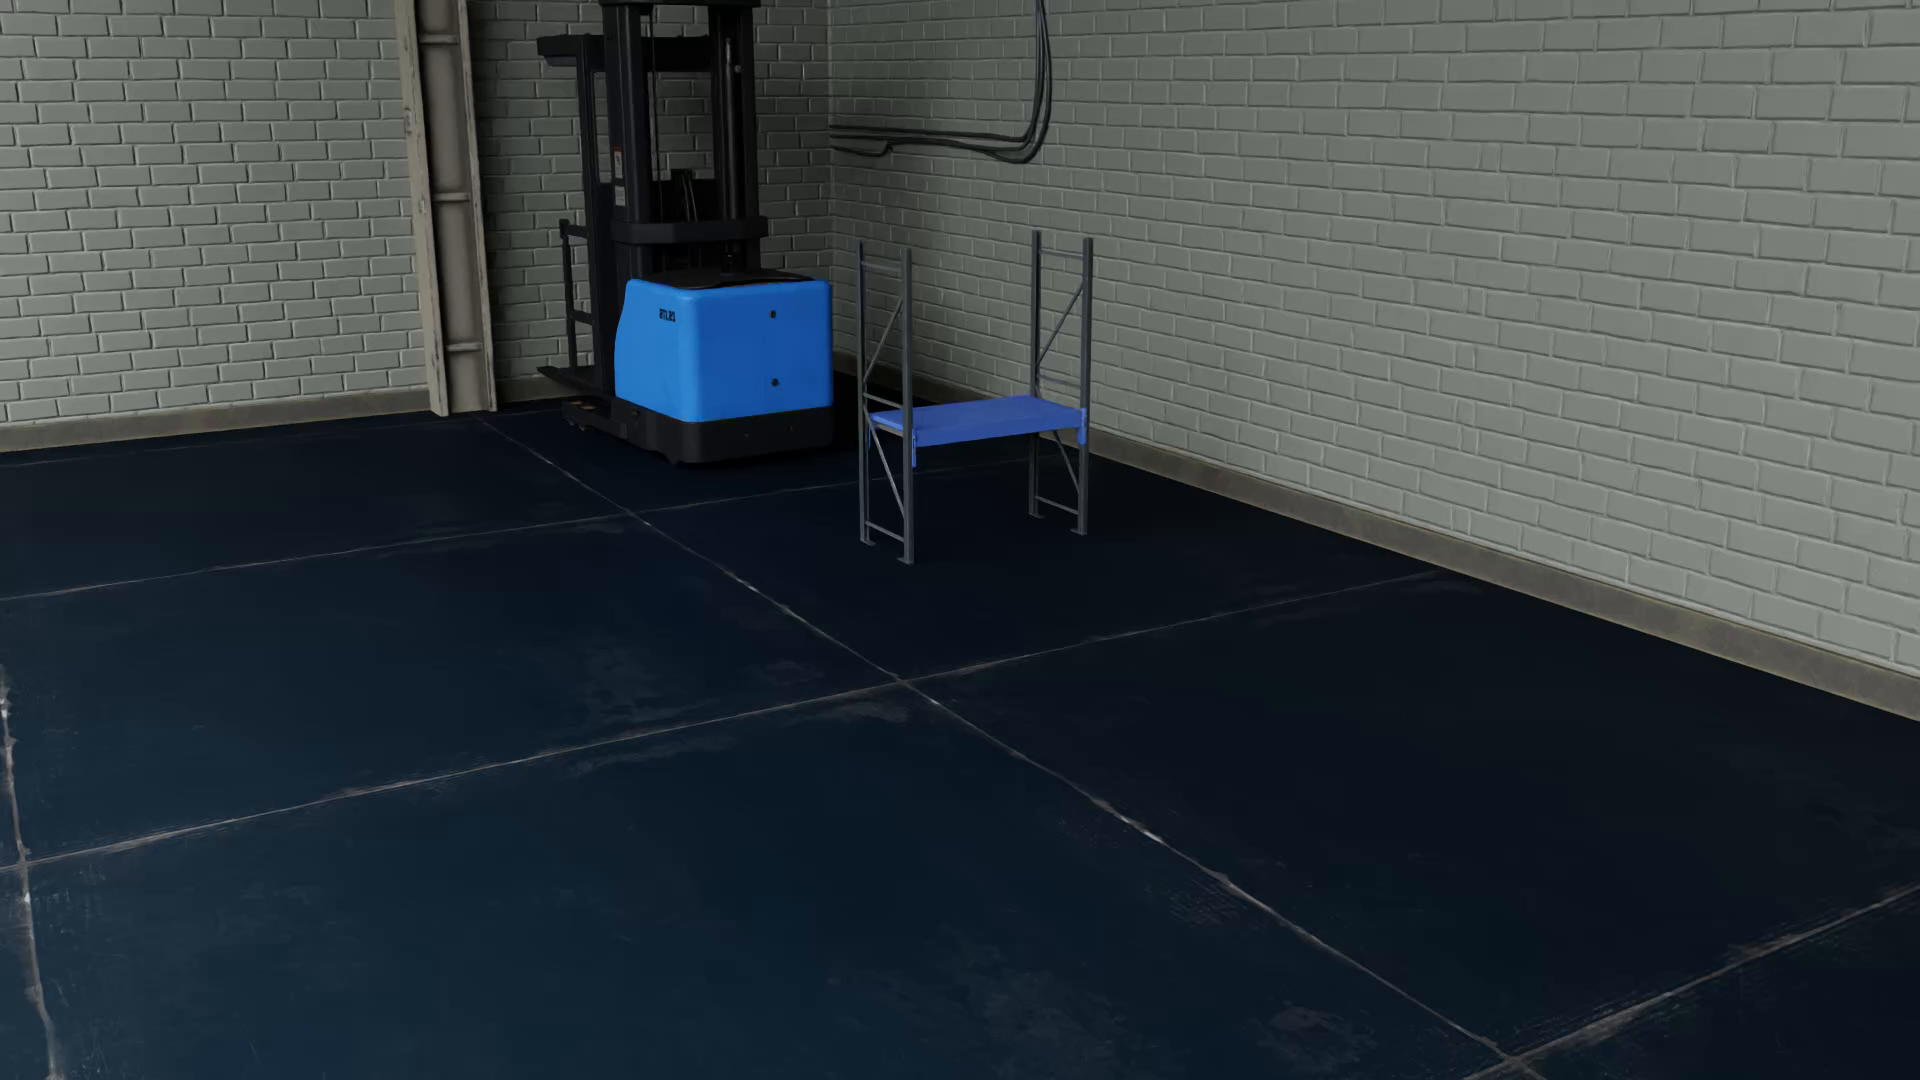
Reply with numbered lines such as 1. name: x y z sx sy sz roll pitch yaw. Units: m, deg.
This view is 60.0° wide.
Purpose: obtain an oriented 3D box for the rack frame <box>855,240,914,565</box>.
1. rack frame: -0.363 -0.663 7.998 0.032 1.500 0.500 -9 18 -30

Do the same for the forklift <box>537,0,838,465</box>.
1. forklift: -2.008 -2.197 10.819 1.130 2.935 3.031 -11 19 -33

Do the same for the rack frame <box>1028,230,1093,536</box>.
1. rack frame: 0.509 -0.805 8.502 0.032 1.500 0.500 -9 18 -30

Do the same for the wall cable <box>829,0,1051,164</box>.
1. wall cable: -0.272 -3.853 11.236 0.112 2.526 3.097 -9 18 -30

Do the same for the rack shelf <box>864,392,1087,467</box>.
1. rack shelf: 0.073 -0.561 8.298 1.000 0.185 0.538 -9 18 -30

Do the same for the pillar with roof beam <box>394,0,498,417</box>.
1. pillar with roof beam: -1.261 -4.249 6.894 0.400 9.000 9.100 -9 18 -30

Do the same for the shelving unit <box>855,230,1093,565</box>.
1. shelving unit: 0.073 -0.734 8.250 1.048 1.500 0.538 -9 18 -30
